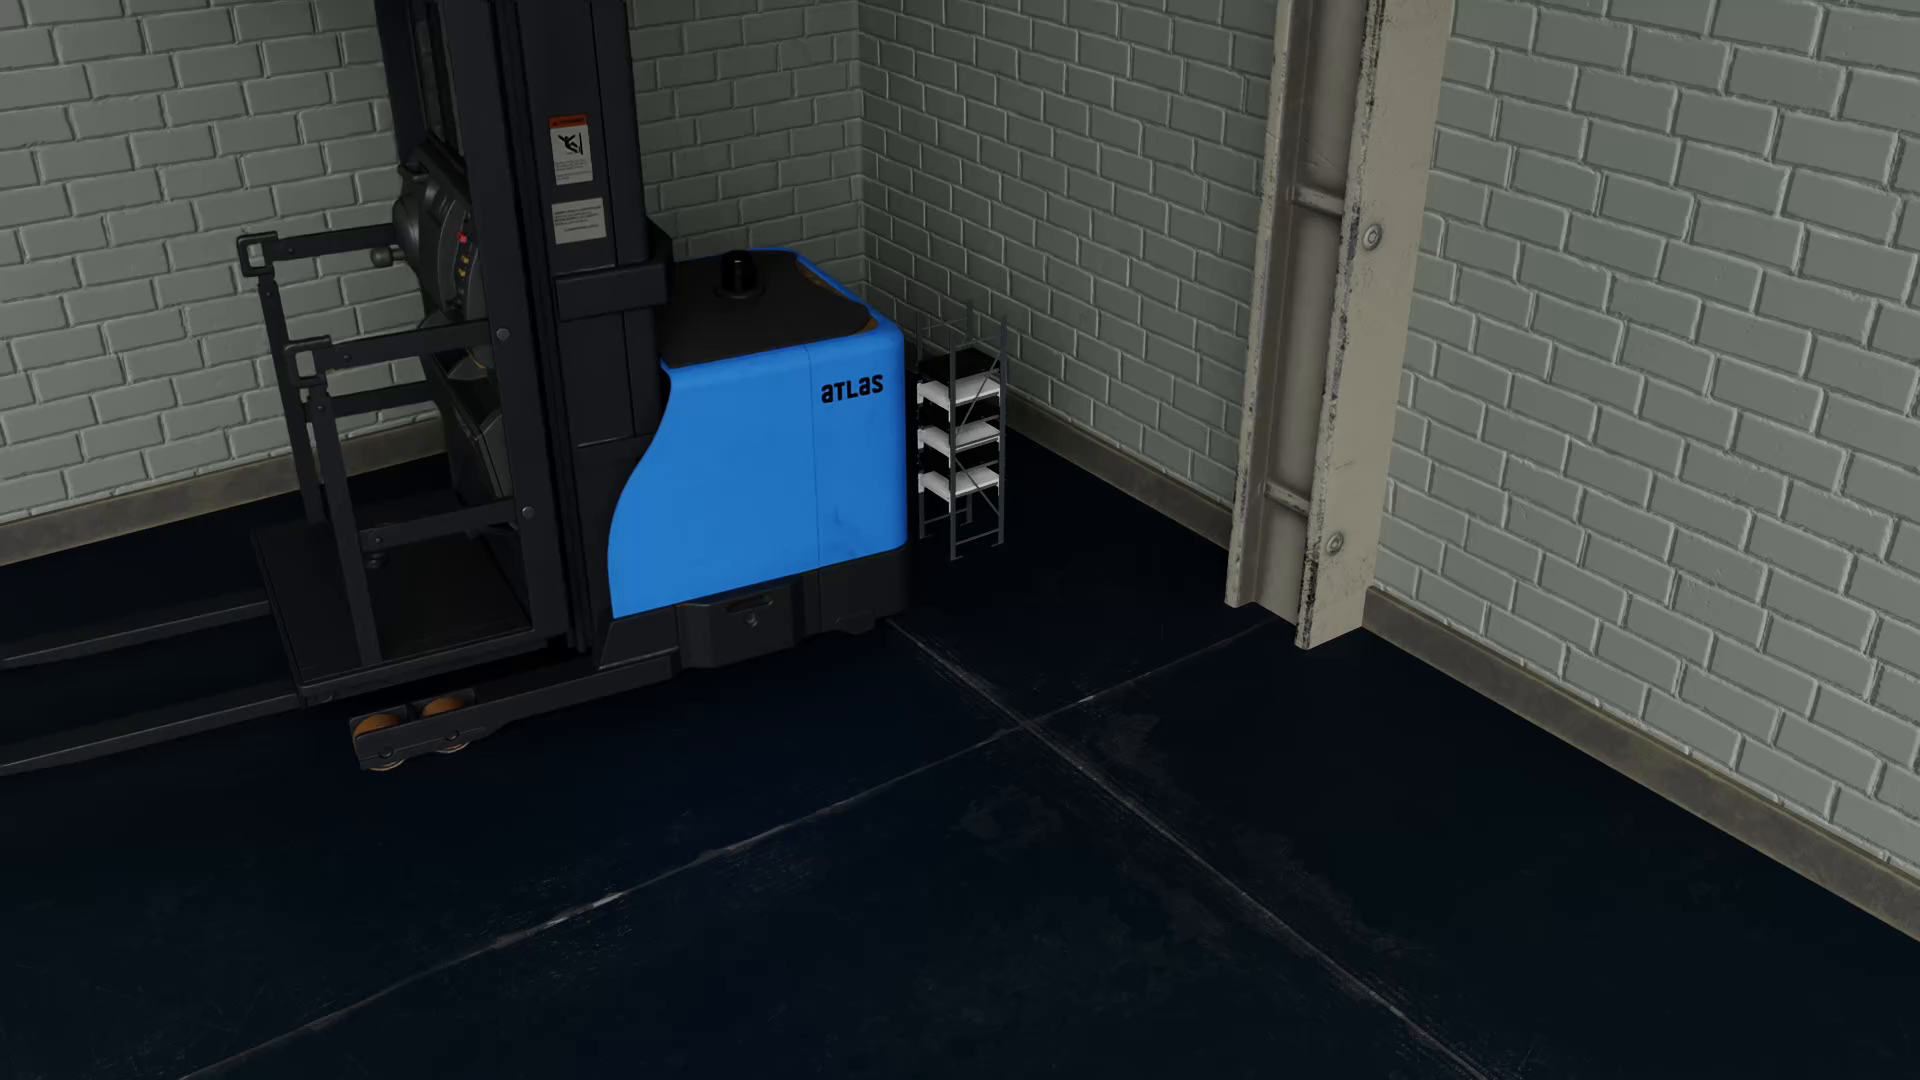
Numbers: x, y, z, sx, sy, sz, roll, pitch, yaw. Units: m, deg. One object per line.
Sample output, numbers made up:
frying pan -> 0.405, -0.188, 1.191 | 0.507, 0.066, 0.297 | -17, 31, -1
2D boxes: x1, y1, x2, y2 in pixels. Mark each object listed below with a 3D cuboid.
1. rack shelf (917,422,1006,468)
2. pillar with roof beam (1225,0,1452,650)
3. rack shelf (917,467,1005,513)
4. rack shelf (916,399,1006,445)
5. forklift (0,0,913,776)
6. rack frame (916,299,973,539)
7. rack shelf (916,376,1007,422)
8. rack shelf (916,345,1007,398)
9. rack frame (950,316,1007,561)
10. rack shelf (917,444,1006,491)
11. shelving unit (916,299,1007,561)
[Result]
rack shelf -> 0.005, -0.363, 6.045 | 0.258, 0.077, 0.200 | -19, 34, -31
pillar with roof beam -> -2.340, -2.512, 1.447 | 9.100, 9.000, 0.400 | -19, 34, -31
rack shelf -> 0.005, -0.205, 6.131 | 0.258, 0.077, 0.200 | -19, 34, -31
rack shelf -> 0.005, -0.442, 6.002 | 0.258, 0.077, 0.200 | -19, 34, -31
forklift -> -1.709, -0.886, 4.810 | 3.031, 2.935, 1.130 | -14, 31, -24
rack frame -> -0.054, -0.432, 6.102 | 0.240, 0.900, 0.006 | -19, 34, -31
rack shelf -> 0.005, -0.521, 5.959 | 0.258, 0.077, 0.200 | -19, 34, -31
rack shelf -> 0.005, -0.600, 5.916 | 0.258, 0.077, 0.200 | -19, 34, -31
rack frame -> 0.064, -0.353, 5.957 | 0.240, 0.900, 0.006 | -19, 34, -31
rack shelf -> 0.005, -0.284, 6.088 | 0.258, 0.077, 0.200 | -19, 34, -31
shelving unit -> 0.005, -0.392, 6.029 | 0.258, 0.900, 0.210 | -19, 34, -31
